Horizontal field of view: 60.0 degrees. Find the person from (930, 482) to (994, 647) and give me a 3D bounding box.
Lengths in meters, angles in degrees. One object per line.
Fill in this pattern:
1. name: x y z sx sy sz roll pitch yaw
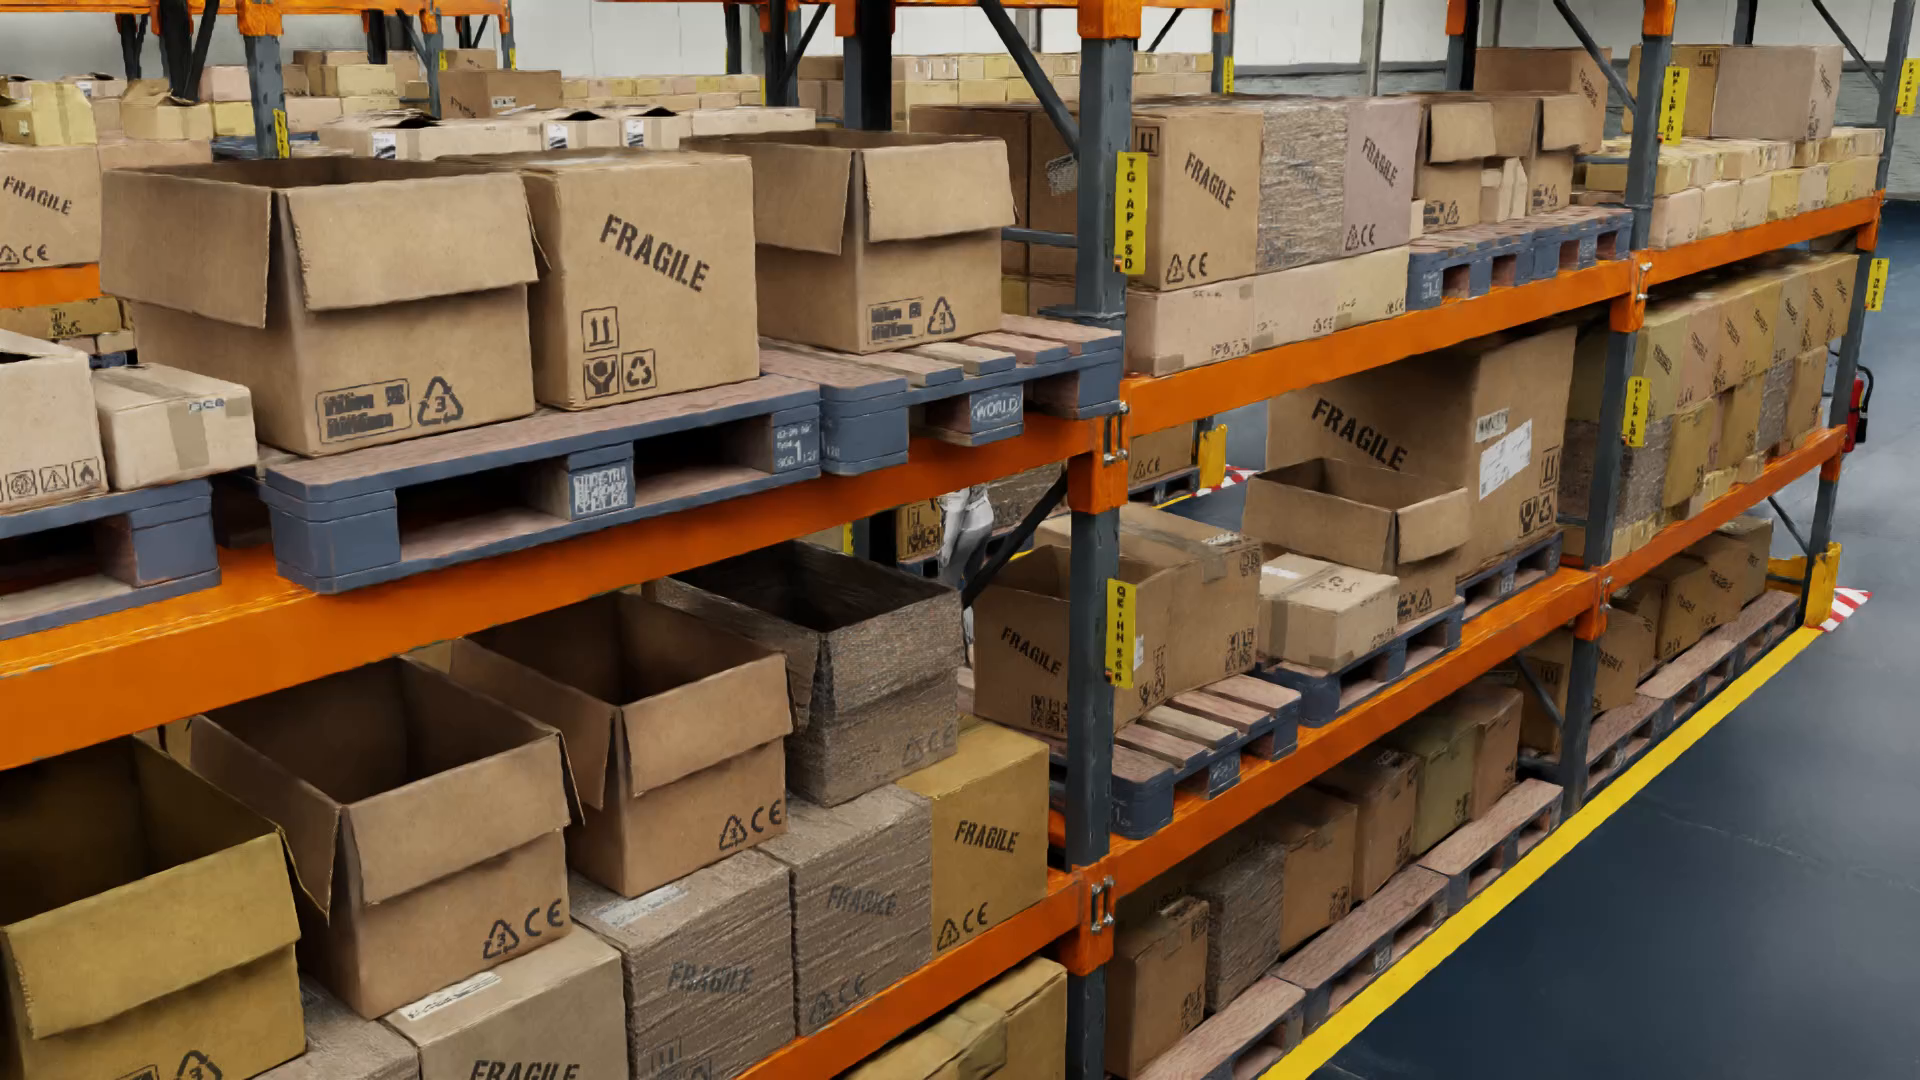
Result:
1. person: 0.021 -0.065 10.301 0.530 1.634 0.623 9 19 27
